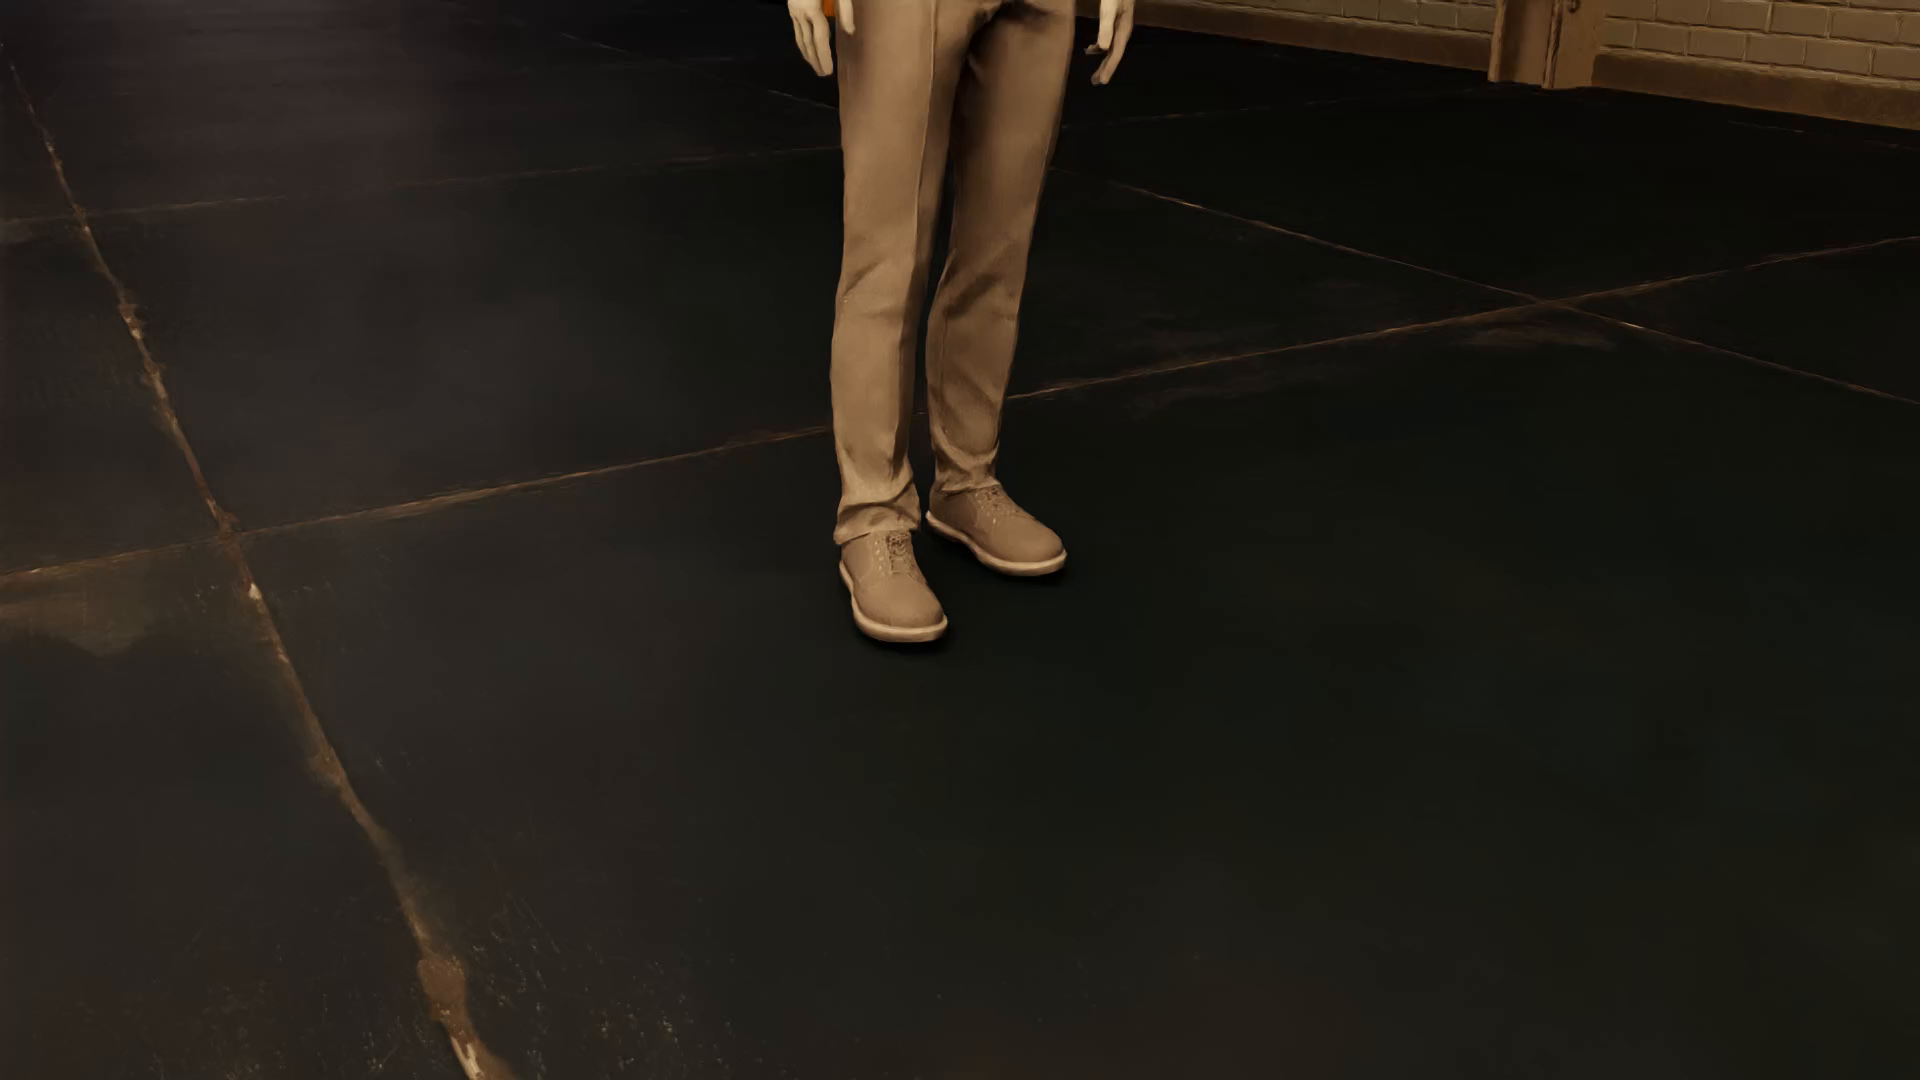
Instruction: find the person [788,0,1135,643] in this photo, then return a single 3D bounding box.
[{"bbox_3d":[0.028,-0.767,2.252,0.586,1.695,0.533,-12,25,-28],"label":"person"}]
